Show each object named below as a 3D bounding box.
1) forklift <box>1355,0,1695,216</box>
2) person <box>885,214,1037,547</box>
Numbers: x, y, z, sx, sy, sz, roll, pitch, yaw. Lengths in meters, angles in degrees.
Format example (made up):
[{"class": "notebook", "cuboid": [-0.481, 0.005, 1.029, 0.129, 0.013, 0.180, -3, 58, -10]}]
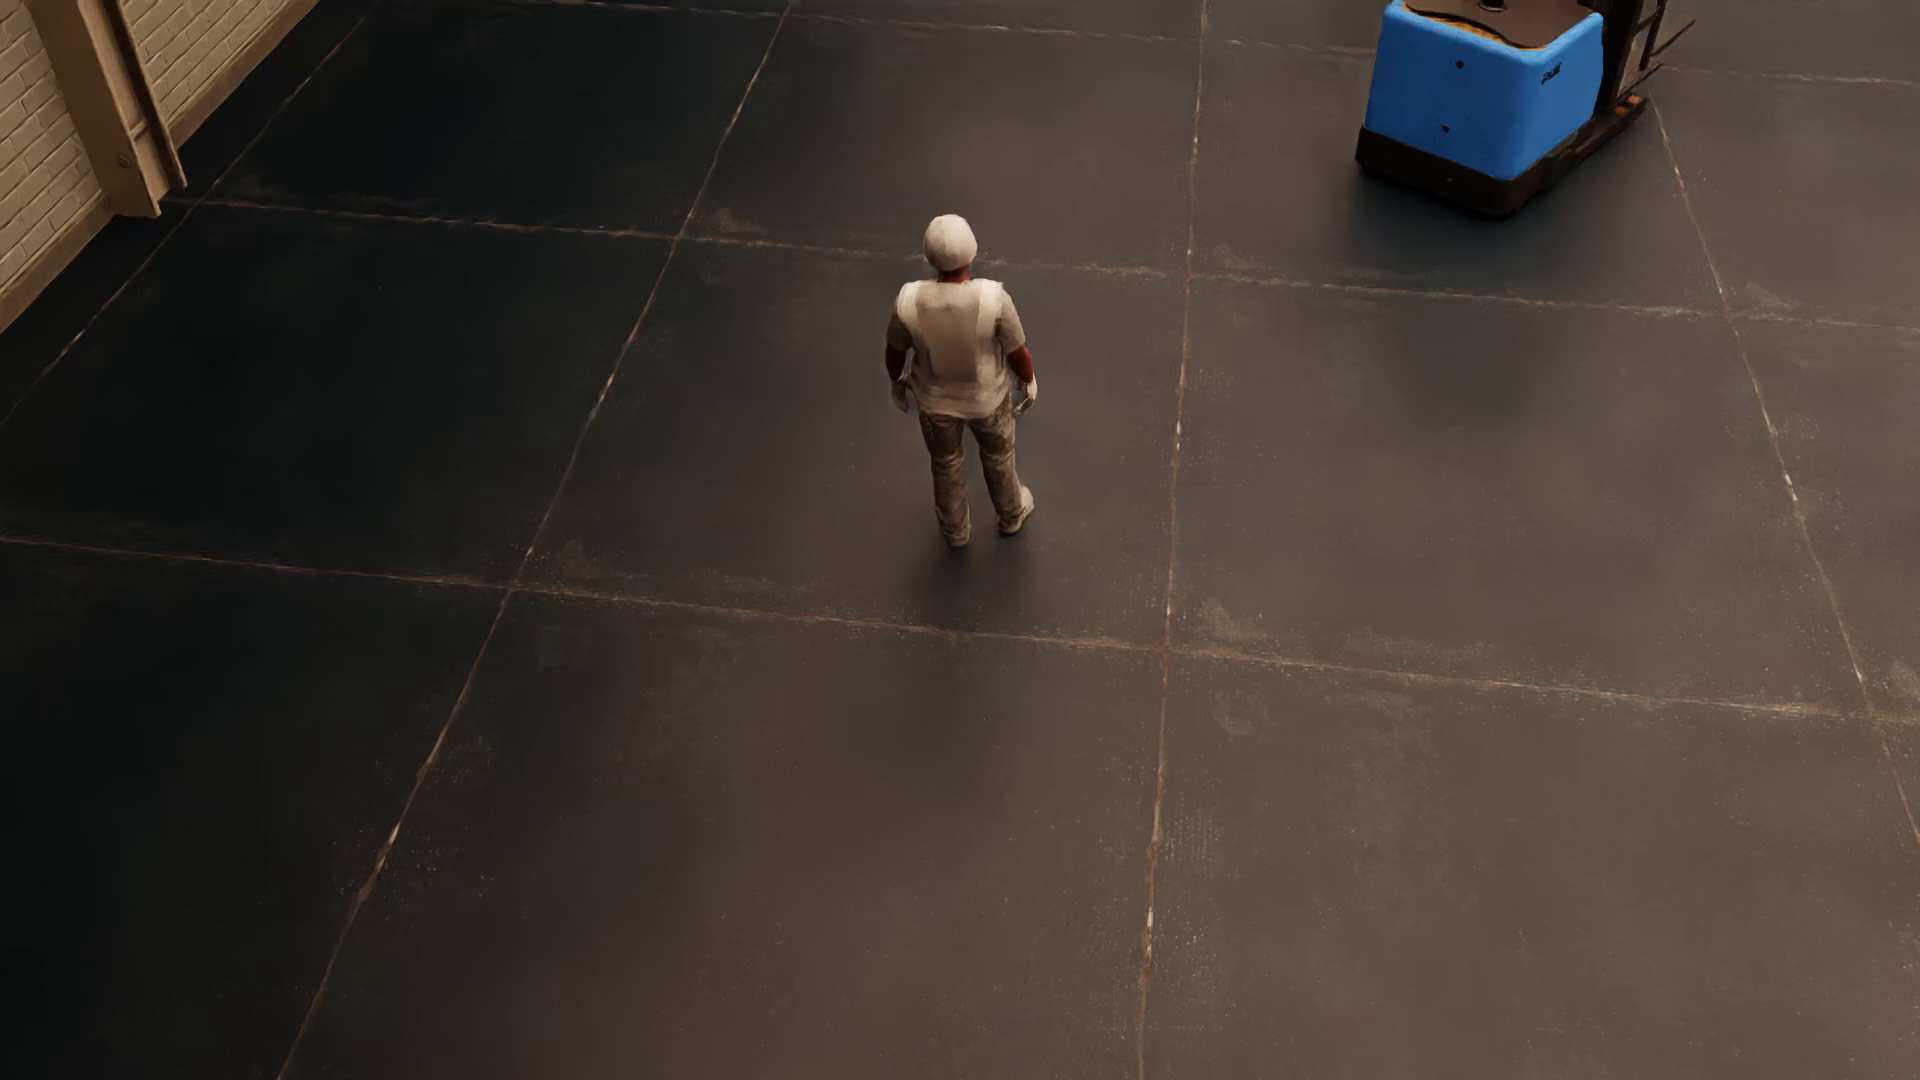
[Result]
[{"class": "forklift", "cuboid": [3.825, -3.922, 9.993, 1.130, 2.935, 3.031, 31, 51, 29]}, {"class": "person", "cuboid": [0.017, -0.710, 7.335, 0.655, 1.782, 0.576, 5, 43, 6]}]
